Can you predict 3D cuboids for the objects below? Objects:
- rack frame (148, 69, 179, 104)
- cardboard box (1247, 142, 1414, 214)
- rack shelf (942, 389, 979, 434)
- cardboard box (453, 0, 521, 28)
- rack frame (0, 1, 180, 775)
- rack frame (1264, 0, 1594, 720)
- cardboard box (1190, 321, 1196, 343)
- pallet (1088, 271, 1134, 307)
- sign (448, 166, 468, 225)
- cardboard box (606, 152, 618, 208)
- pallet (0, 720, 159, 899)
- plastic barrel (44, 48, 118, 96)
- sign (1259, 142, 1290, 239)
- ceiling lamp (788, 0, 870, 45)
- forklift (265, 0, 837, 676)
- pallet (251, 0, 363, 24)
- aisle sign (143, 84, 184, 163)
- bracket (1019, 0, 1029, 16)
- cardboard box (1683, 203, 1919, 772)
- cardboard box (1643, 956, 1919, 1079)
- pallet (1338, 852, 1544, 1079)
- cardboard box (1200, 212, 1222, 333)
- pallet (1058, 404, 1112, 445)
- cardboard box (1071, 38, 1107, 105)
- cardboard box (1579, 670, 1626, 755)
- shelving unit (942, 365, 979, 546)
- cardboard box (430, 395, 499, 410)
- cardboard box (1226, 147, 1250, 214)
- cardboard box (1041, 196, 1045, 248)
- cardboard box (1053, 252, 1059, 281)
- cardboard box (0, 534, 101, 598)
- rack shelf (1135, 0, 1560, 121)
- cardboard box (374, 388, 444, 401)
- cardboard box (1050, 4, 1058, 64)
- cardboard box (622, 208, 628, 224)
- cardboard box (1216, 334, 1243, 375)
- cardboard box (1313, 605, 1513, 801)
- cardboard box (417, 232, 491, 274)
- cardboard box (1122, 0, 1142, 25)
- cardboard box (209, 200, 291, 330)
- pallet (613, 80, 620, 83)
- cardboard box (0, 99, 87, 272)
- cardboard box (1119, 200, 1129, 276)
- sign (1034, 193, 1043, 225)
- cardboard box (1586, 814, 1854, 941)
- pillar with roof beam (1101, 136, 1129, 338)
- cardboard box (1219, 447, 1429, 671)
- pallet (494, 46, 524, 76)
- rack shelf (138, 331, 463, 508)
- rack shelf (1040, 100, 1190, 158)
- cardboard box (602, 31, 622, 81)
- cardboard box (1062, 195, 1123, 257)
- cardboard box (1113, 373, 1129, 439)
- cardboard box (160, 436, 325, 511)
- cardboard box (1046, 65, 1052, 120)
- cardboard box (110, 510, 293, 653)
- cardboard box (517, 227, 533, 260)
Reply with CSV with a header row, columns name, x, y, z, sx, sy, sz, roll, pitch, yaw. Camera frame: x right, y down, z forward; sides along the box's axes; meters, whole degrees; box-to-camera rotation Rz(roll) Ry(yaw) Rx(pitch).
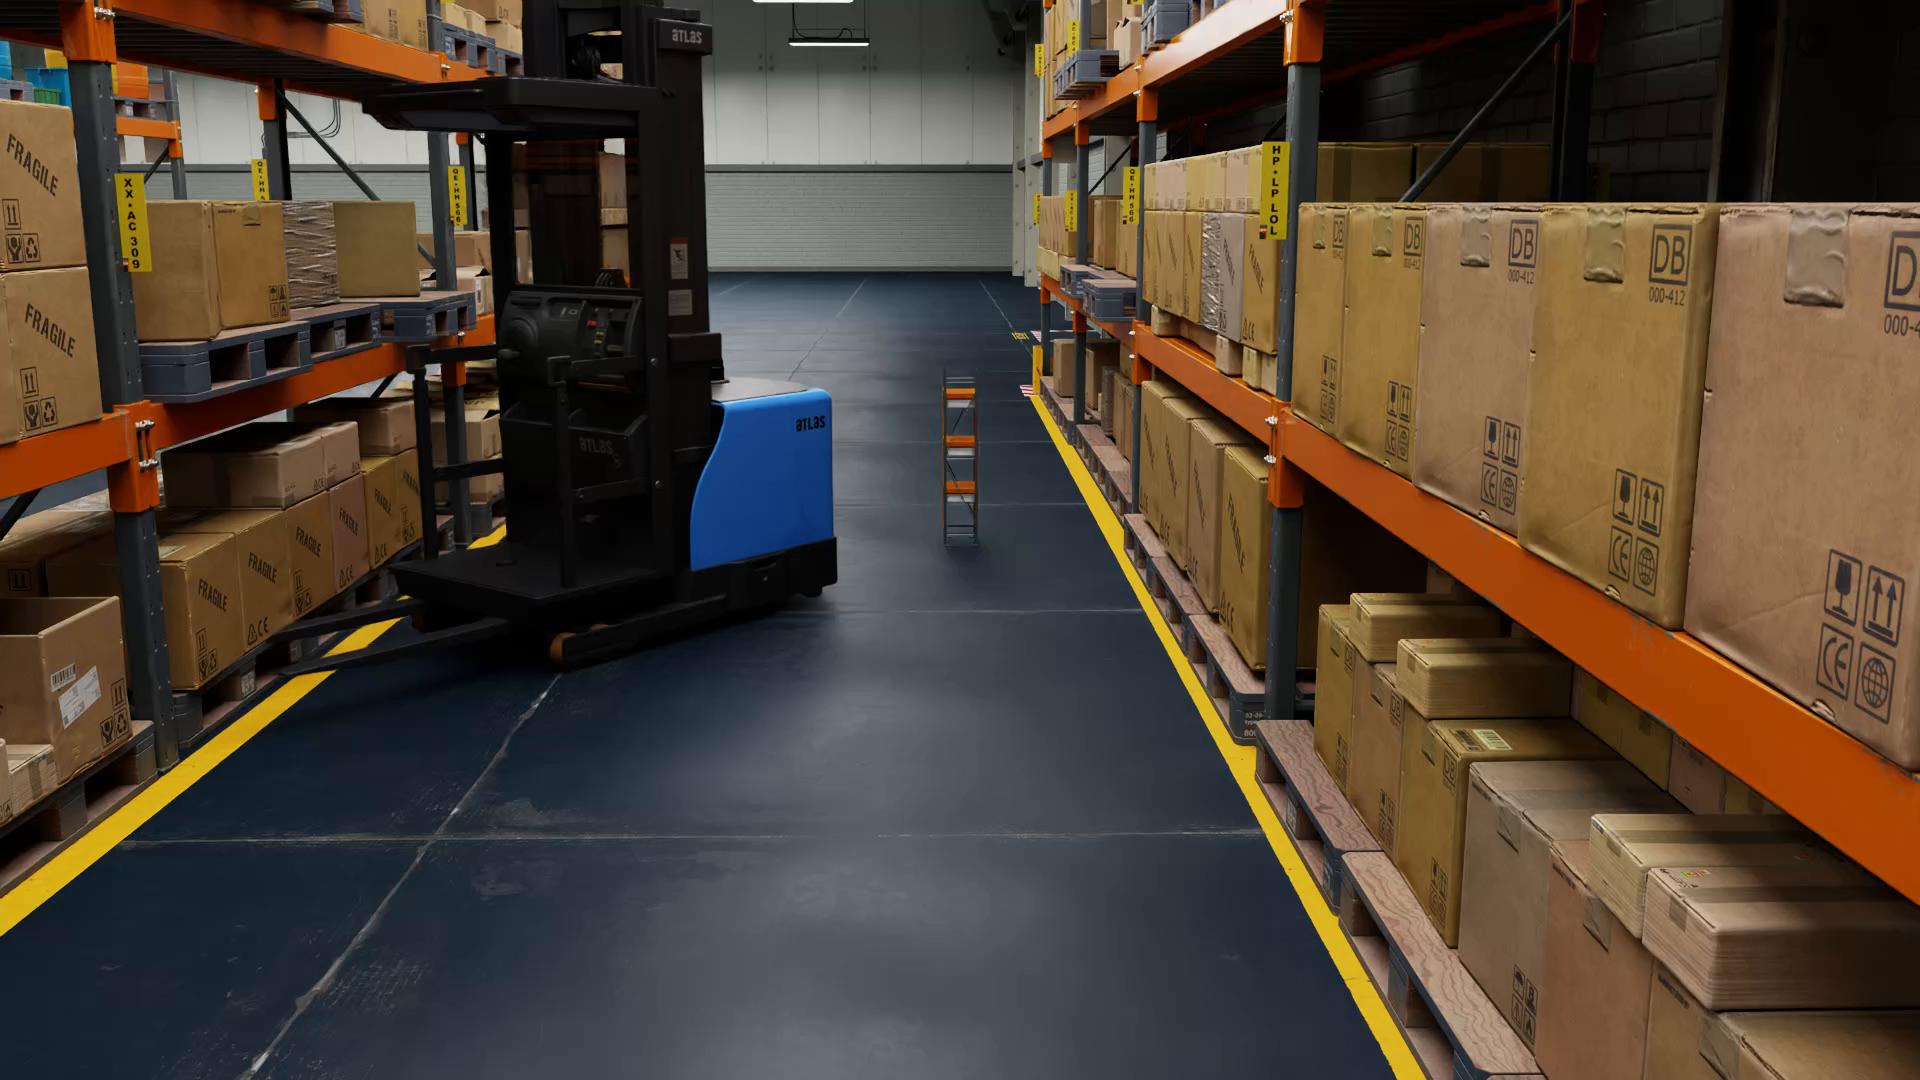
name,x,y,z,sx,sy,sz,roll,pitch,yaw
rack frame,-8.537,-5.949,16.747,1.000,3.000,0.127,0,11,-1
cardboard box,1.350,-1.328,6.123,0.500,0.250,0.500,0,11,0
rack shelf,0.001,-0.772,9.848,0.215,0.259,0.240,0,11,-1
cardboard box,-3.494,-3.967,11.959,0.500,0.500,0.500,1,12,4
rack frame,-3.337,-0.643,5.683,1.000,3.000,0.127,0,11,-1
rack frame,1.616,-0.664,5.787,1.000,3.000,0.127,0,11,-1
cardboard box,1.368,-1.075,8.394,0.380,0.149,0.250,0,11,0
pallet,1.451,-1.758,11.664,1.003,0.211,1.213,0,11,-1
sign,-2.877,-1.971,9.515,0.100,0.325,0.005,0,11,-1
cardboard box,-3.549,-3.305,15.292,0.700,0.500,0.500,0,11,-1
pallet,-3.324,0.861,5.287,1.003,0.211,1.213,0,11,-1
plastic barrel,-8.387,-4.550,15.871,0.600,0.588,0.600,0,11,0
sign,1.073,-1.188,5.659,0.100,0.325,0.005,0,11,-1
ceiling lamp,-3.253,-13.889,41.207,2.000,3.185,0.800,0,11,-1
forklift,-1.932,-0.979,7.511,1.130,2.935,3.031,9,14,37
pallet,-3.305,-2.357,7.060,1.213,0.211,1.003,0,11,-1
aisle sign,-8.242,-4.298,17.162,0.394,0.787,0.004,0,11,-1
bracket,1.458,-11.792,36.499,0.076,0.066,4.783,0,11,-1
cardboard box,1.678,-0.117,2.337,0.980,0.700,0.700,0,11,1
cardboard box,1.584,1.012,2.758,0.700,0.500,0.500,0,11,-1
pallet,1.581,1.097,4.119,1.003,0.211,1.213,0,11,-1
cardboard box,1.332,-1.160,7.184,0.500,0.500,0.500,0,11,-1
pallet,1.401,-1.021,14.560,1.003,0.211,1.213,0,11,-1
cardboard box,1.193,-3.883,13.807,0.500,0.500,0.500,0,11,0
cardboard box,1.754,0.416,4.065,0.380,0.149,0.250,0,11,-2
shelving unit,0.001,-0.504,9.902,0.215,1.050,0.252,0,11,-1
cardboard box,-3.156,-0.781,10.811,0.500,0.311,0.500,-1,11,-3
cardboard box,1.349,-1.429,6.624,0.500,0.250,0.500,0,11,0
cardboard box,1.077,-3.159,16.525,0.500,0.500,0.500,0,11,-1
cardboard box,1.110,-2.482,15.077,0.500,0.250,0.500,0,11,-1
cardboard box,-3.634,0.270,6.365,0.500,0.500,0.500,0,11,-1
rack shelf,1.574,-2.179,7.520,1.077,0.370,4.000,0,11,-1
cardboard box,-3.702,-0.878,11.290,0.500,0.311,0.500,0,11,-2
cardboard box,1.114,-4.789,15.758,0.500,0.500,0.500,0,11,0
cardboard box,-3.358,-3.062,15.727,0.380,0.149,0.250,0,11,0
cardboard box,1.272,-0.771,6.894,0.380,0.149,0.250,0,11,-1
cardboard box,1.528,0.505,5.259,0.700,0.500,0.500,0,11,0
cardboard box,-3.471,-1.820,11.236,0.500,0.500,0.500,-1,11,-4
cardboard box,1.407,-3.625,11.530,0.500,0.500,0.500,-1,11,-3
cardboard box,-3.201,-1.129,6.772,0.700,0.500,0.500,2,12,8
pallet,-3.568,-4.071,15.259,1.003,0.211,1.213,0,11,-1
cardboard box,-3.068,-1.082,5.083,0.500,0.500,0.500,0,11,-1
cardboard box,1.465,-2.064,11.333,0.700,0.500,0.500,0,11,-1
sign,0.825,-3.471,17.447,0.100,0.325,0.005,0,11,-1
cardboard box,1.393,0.618,3.066,0.380,0.149,0.250,0,11,0
pillar with roof beam,-2.181,-7.029,22.071,9.100,9.000,0.400,0,11,-1
cardboard box,1.472,0.055,6.593,0.750,0.750,0.750,0,11,0
pallet,-3.549,-3.172,11.081,1.003,0.211,1.213,0,11,1
rack shelf,-3.378,-0.688,7.714,1.077,0.370,4.000,0,11,-1
rack shelf,1.409,-3.769,15.358,1.077,0.370,4.000,0,11,-1
cardboard box,-3.410,-4.356,14.773,0.797,0.503,0.637,1,12,5
cardboard box,1.131,-2.651,14.020,0.500,0.500,0.500,0,11,-1
cardboard box,1.543,-0.996,12.604,0.700,0.500,0.500,0,11,-2
cardboard box,-3.124,-0.297,7.272,0.500,0.250,0.500,0,11,-1
cardboard box,1.100,-4.404,16.375,0.500,0.500,0.500,1,11,3
cardboard box,-3.126,0.164,6.889,0.500,0.500,0.500,0,11,0
cardboard box,-3.518,-2.370,13.946,0.700,0.500,0.500,-1,11,-3
